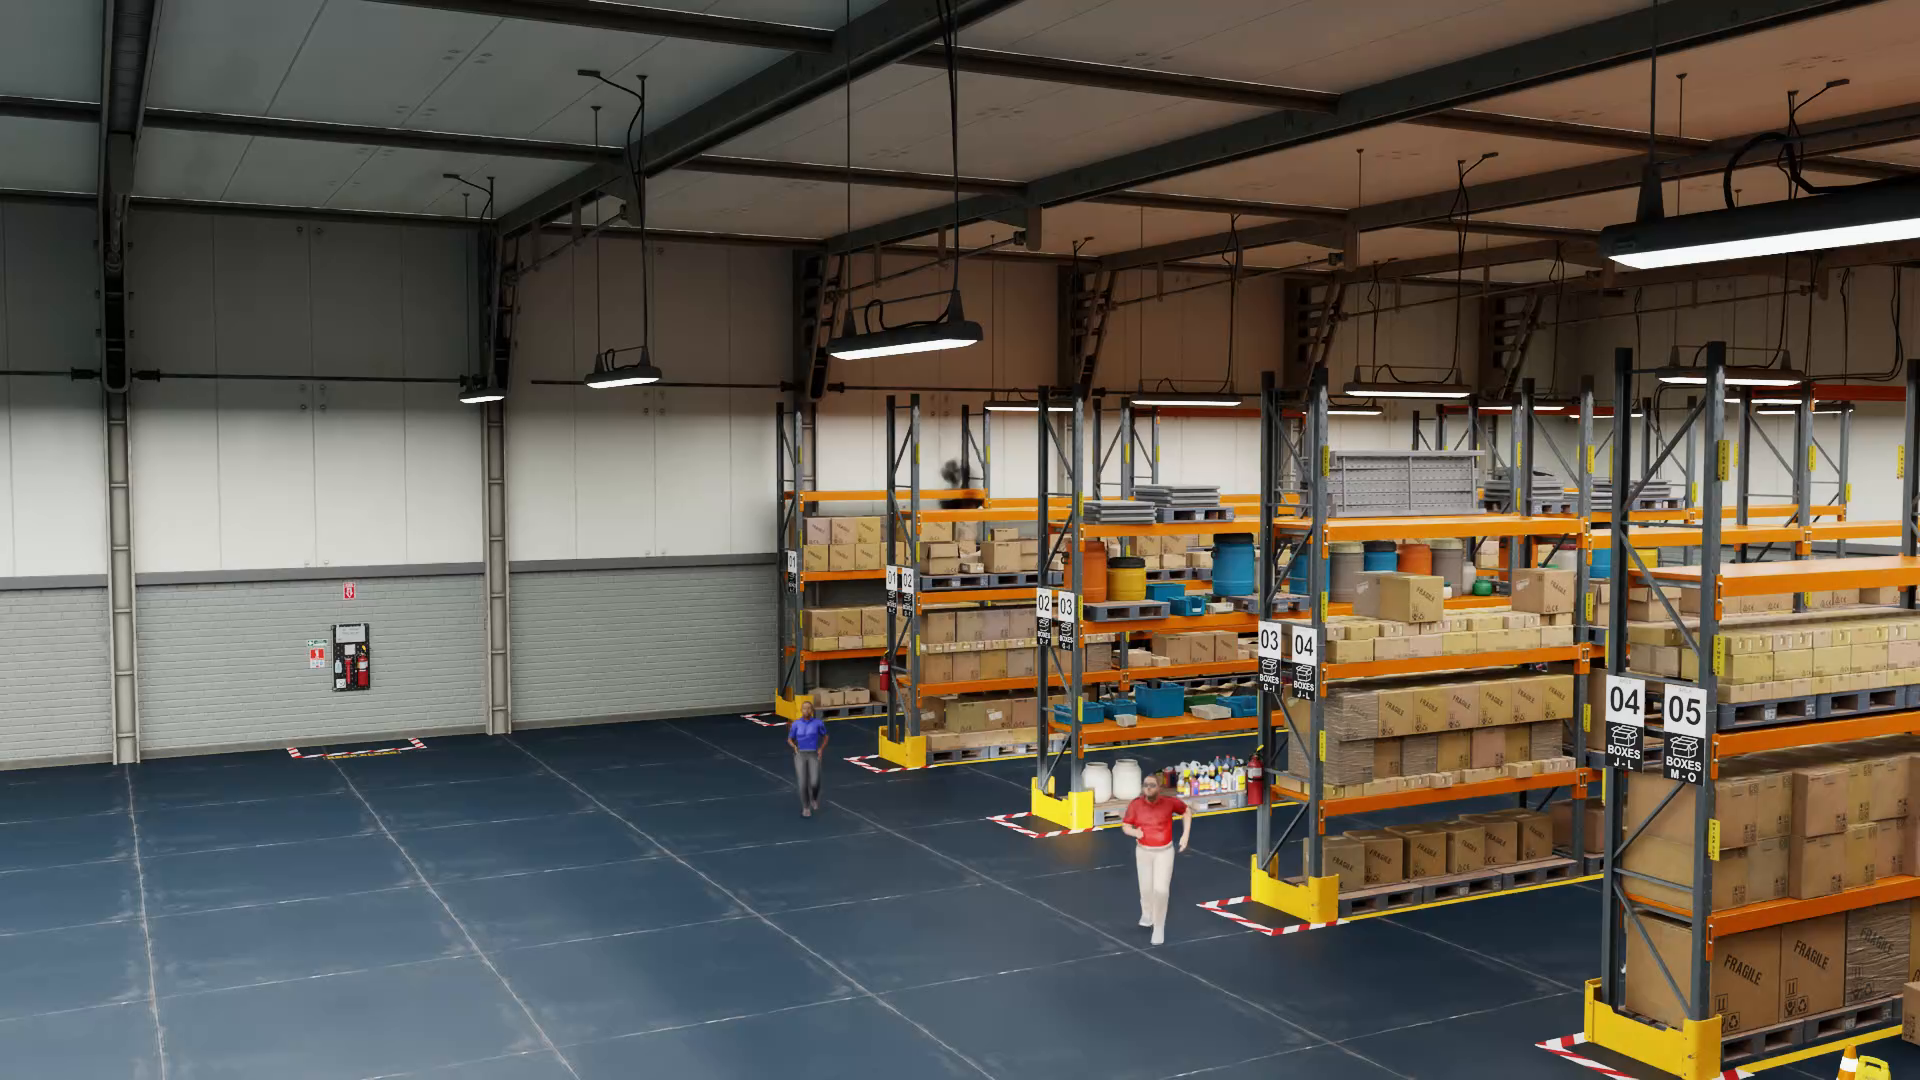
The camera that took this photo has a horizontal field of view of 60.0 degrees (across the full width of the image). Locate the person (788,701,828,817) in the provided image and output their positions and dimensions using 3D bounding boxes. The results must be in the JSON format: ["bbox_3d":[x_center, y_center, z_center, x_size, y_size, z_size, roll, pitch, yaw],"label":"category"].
[{"bbox_3d":[-2.117,3.090,23.127,0.570,1.522,0.538,0,3,-3],"label":"person"}]

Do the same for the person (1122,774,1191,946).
[{"bbox_3d":[2.050,3.329,17.429,0.675,1.775,0.907,1,3,18],"label":"person"}]

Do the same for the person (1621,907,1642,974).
[{"bbox_3d":[6.808,3.410,16.341,0.813,1.644,0.581,-2,4,-26],"label":"person"}]
